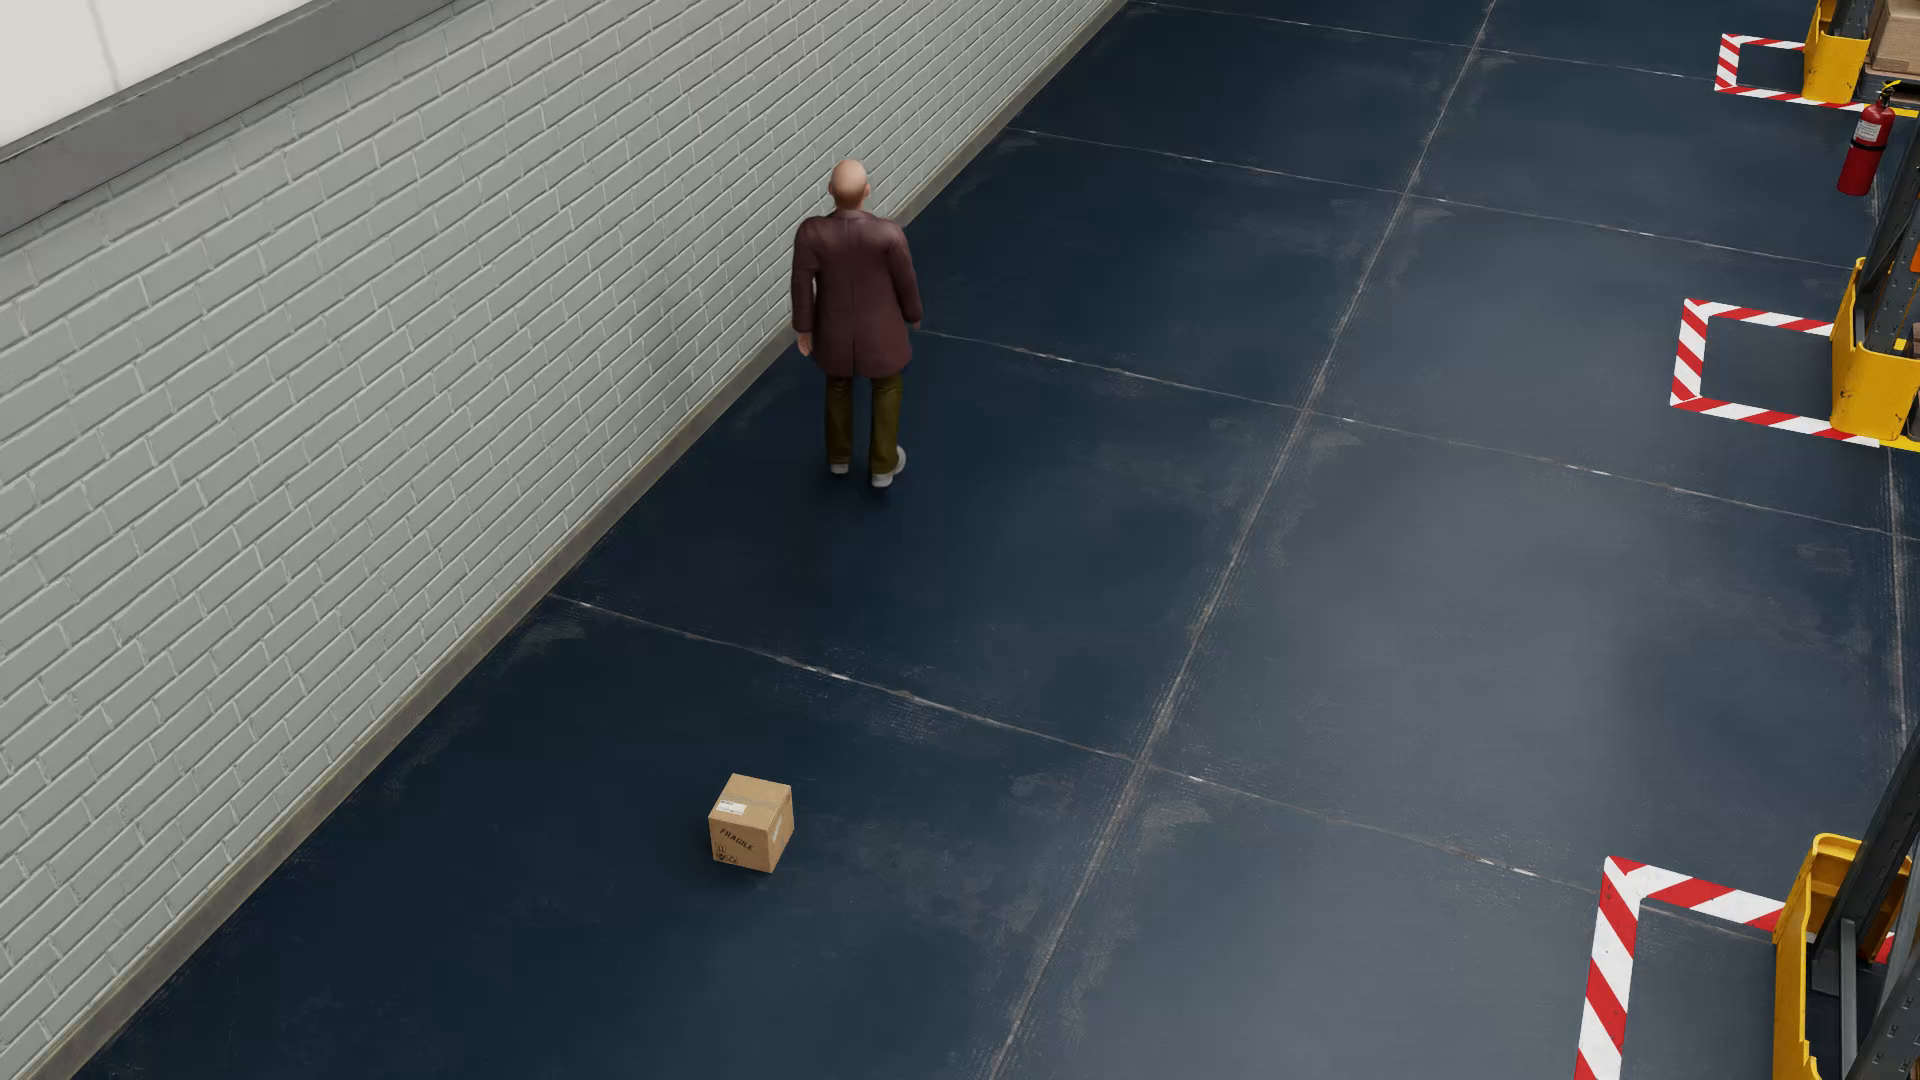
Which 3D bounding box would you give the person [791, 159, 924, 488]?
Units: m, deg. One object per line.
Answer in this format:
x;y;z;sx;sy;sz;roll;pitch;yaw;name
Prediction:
-0.497;-1.092;8.261;0.635;1.791;0.523;4;37;6;person
